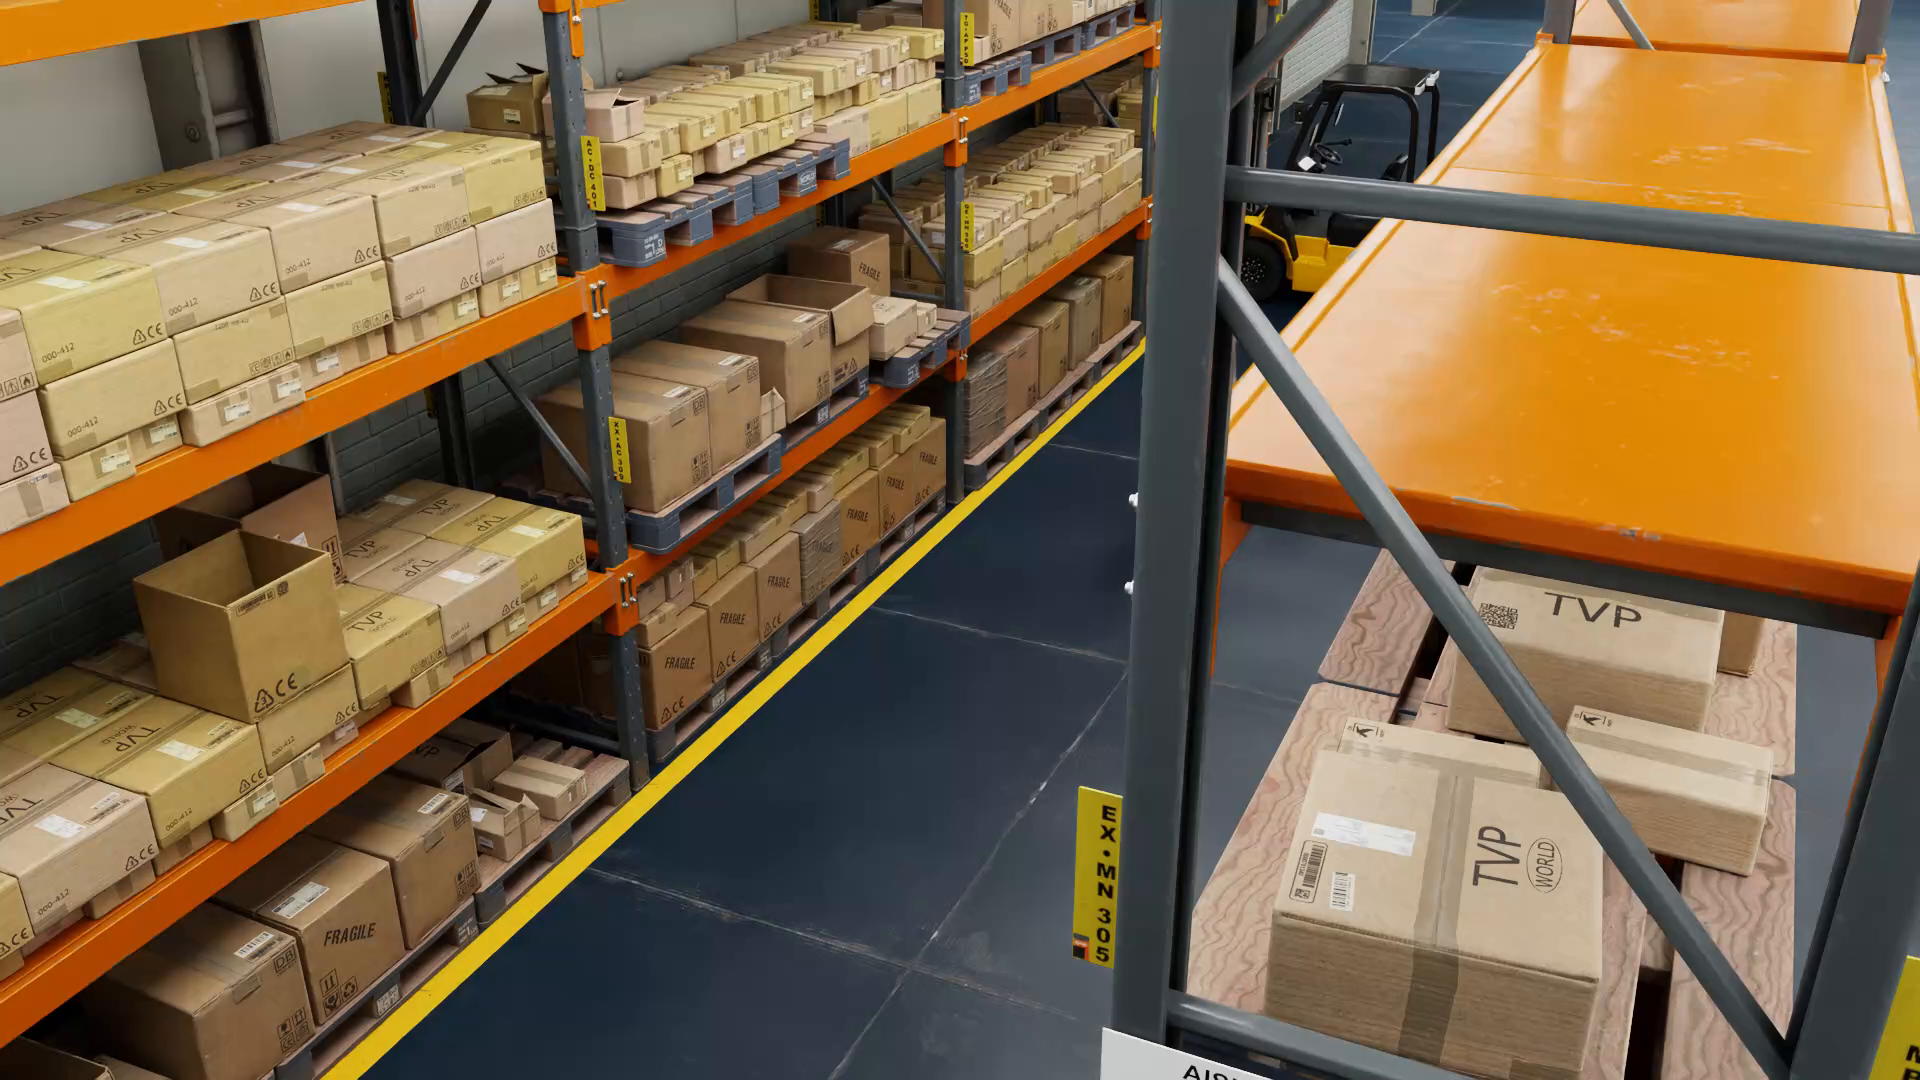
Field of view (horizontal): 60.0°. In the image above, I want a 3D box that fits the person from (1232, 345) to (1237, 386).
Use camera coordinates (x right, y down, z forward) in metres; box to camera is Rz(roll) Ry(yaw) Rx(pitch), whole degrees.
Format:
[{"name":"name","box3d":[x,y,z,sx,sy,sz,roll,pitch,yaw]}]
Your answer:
[{"name":"person","box3d":[1.623,-1.094,11.677,0.602,1.751,0.803,9,27,17]}]
